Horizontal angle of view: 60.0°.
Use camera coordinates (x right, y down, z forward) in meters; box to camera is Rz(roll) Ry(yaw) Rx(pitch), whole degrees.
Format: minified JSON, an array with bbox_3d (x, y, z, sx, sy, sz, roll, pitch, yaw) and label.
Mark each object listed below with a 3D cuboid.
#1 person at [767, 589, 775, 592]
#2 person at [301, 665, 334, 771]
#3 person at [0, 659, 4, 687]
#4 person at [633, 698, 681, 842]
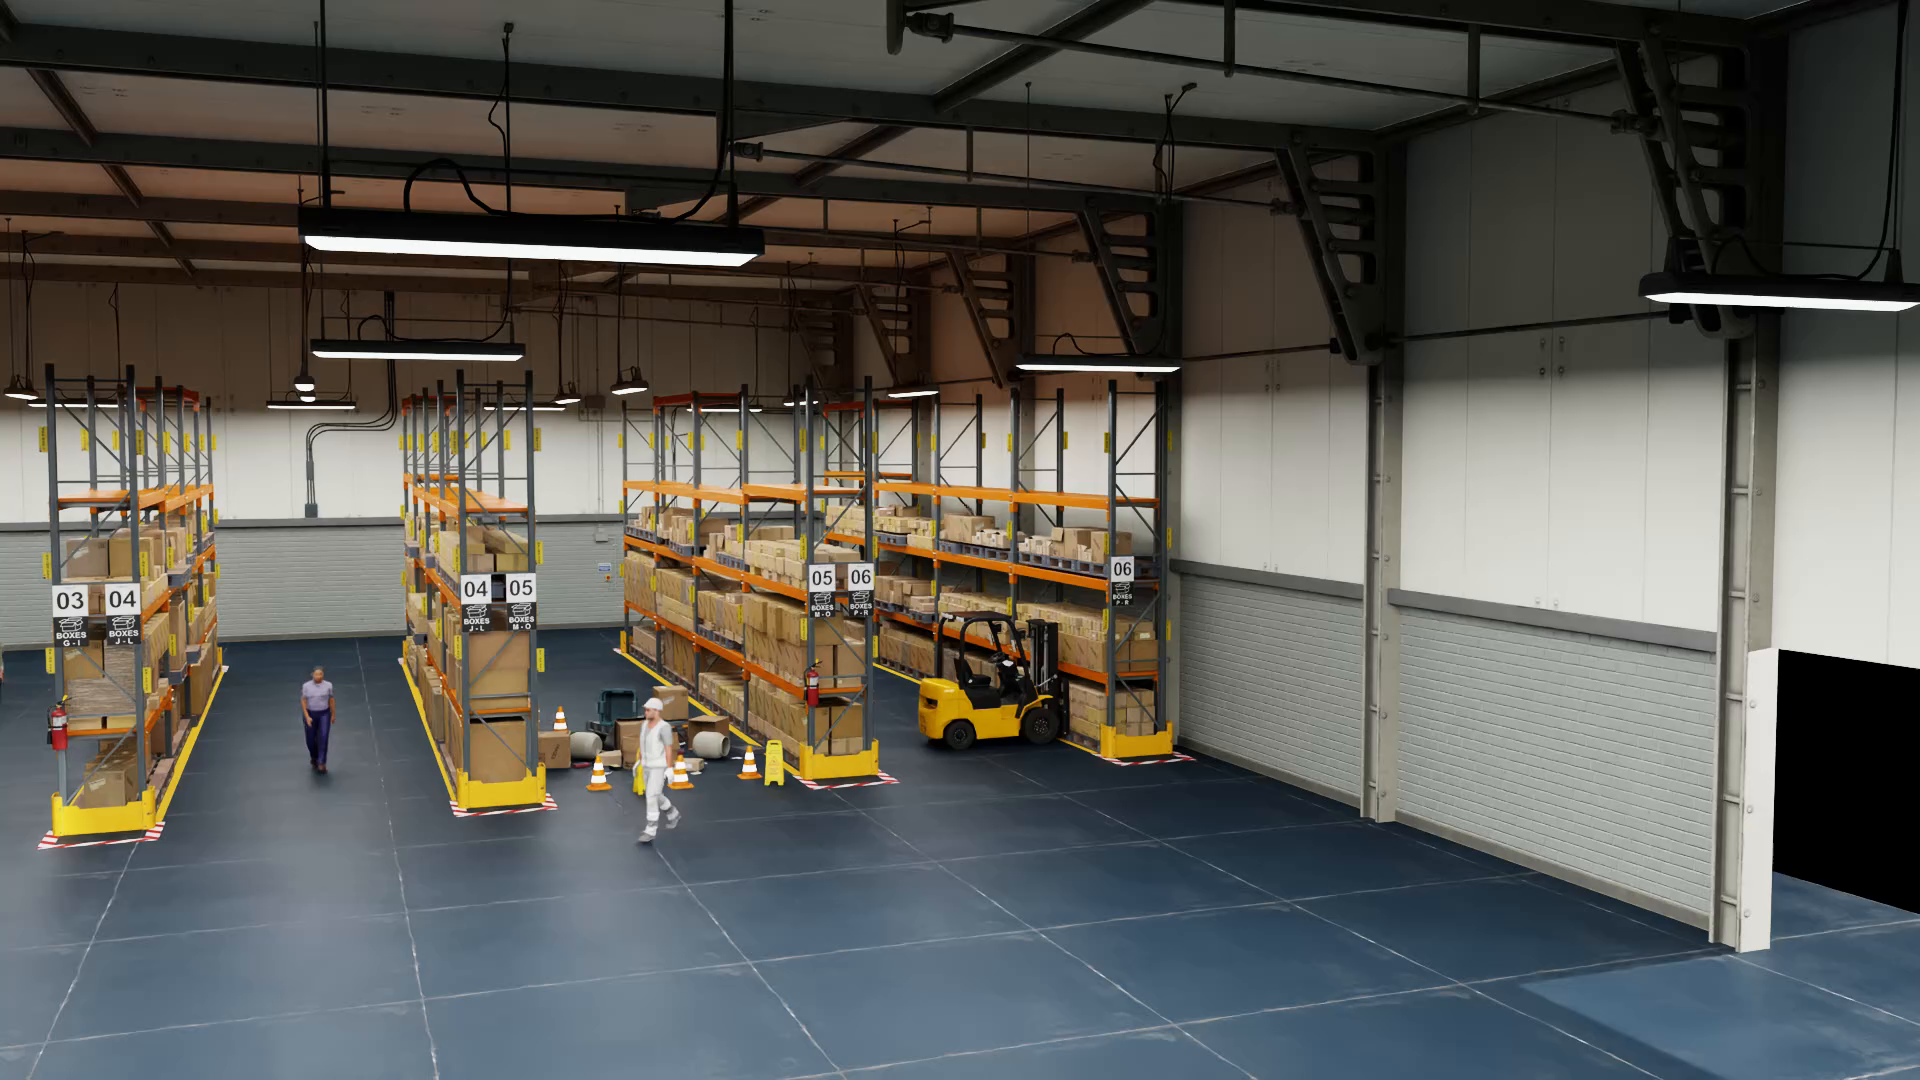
[{"bbox_3d":[-4.753,1.624,42.841,0.586,1.766,0.943,3,5,45],"label":"person"},{"bbox_3d":[-9.863,2.713,25.516,0.473,1.571,1.025,-1,3,-16],"label":"person"},{"bbox_3d":[-17.454,2.459,29.900,0.465,1.540,0.972,-2,4,-27],"label":"person"},{"bbox_3d":[-3.833,2.880,21.104,0.553,1.774,0.846,3,5,44],"label":"person"}]
